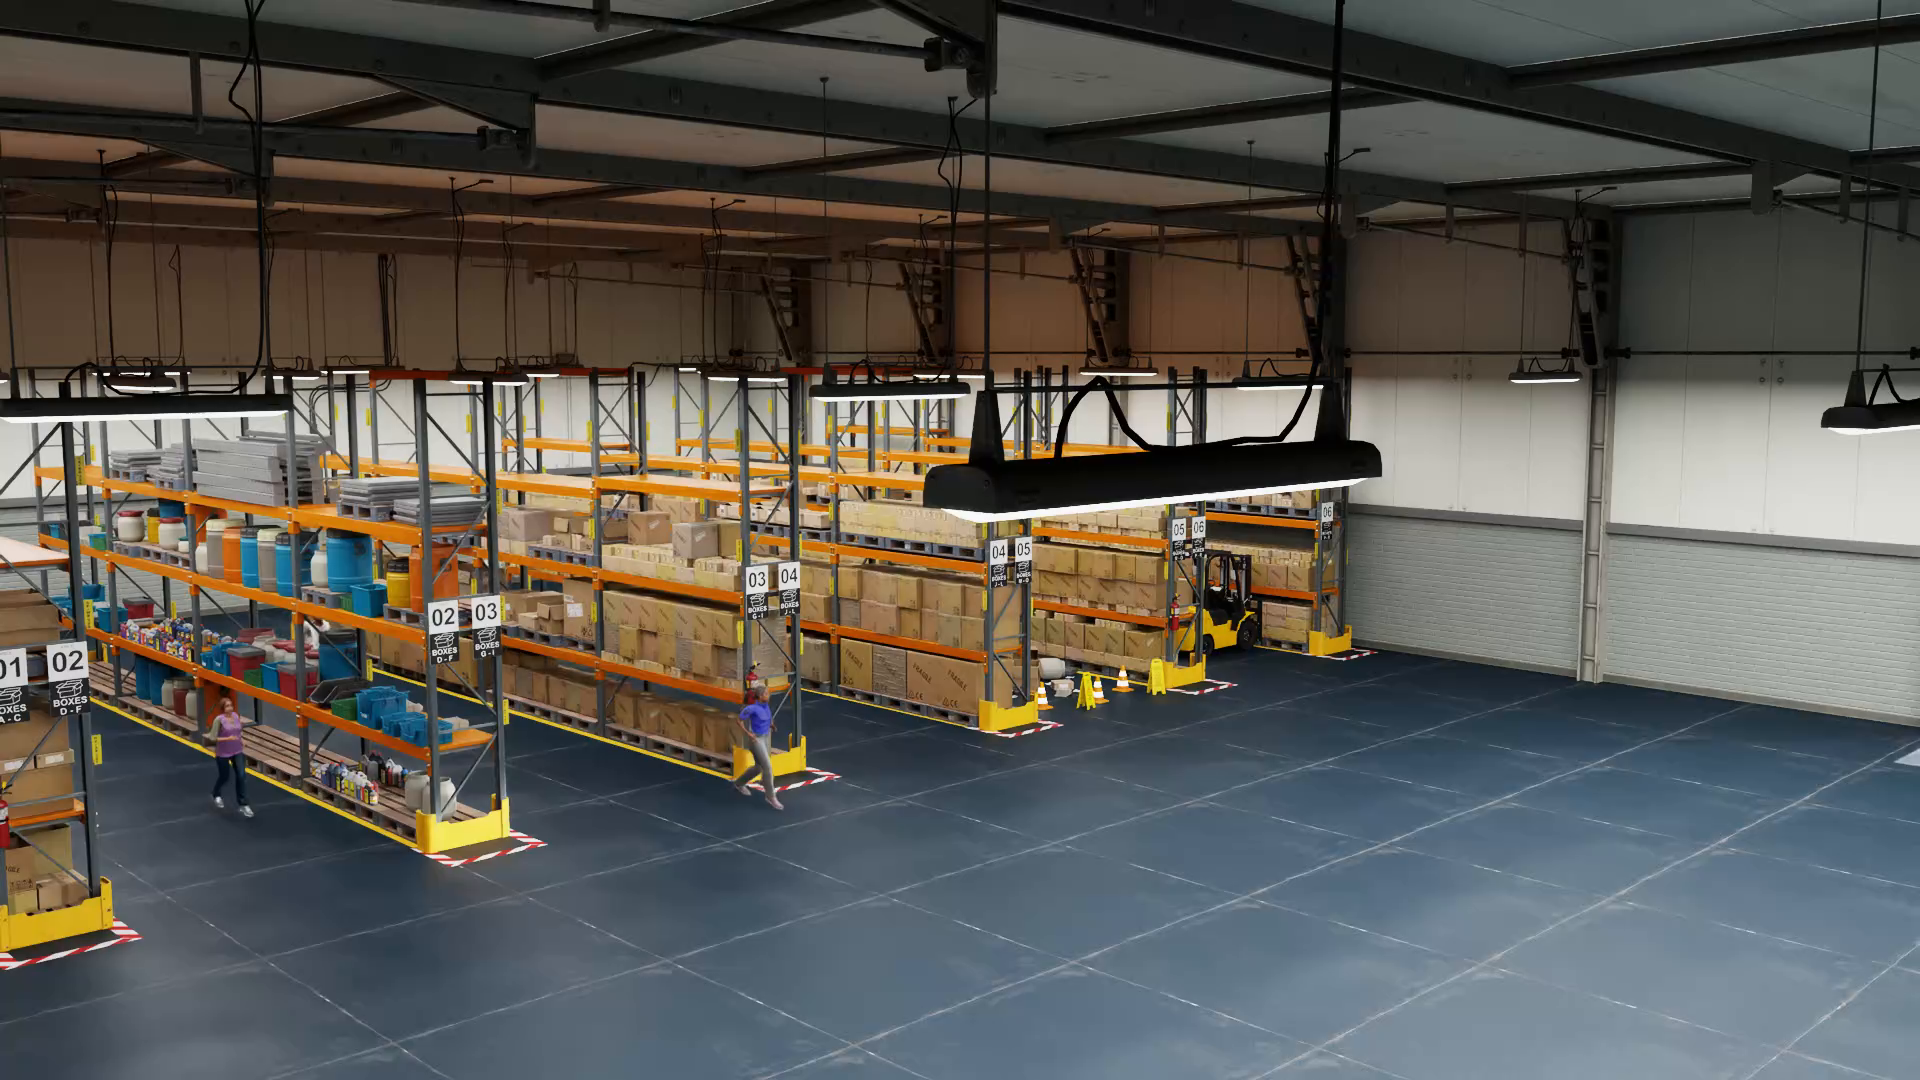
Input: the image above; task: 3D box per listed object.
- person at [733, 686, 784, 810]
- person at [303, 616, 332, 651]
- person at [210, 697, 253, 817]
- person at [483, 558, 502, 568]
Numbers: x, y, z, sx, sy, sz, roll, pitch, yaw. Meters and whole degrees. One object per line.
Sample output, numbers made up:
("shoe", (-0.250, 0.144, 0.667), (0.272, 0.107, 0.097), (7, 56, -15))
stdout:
("person", (-2.808, 2.878, 23.418), (0.941, 1.660, 0.593), (3, 7, 21))
("person", (-11.680, 2.061, 30.262), (0.635, 1.727, 0.684), (5, 8, 35))
("person", (-10.007, 2.947, 22.758), (0.838, 1.607, 0.531), (5, 8, 38))
("person", (-11.288, 0.998, 40.139), (0.581, 1.713, 0.729), (1, 7, 12))
